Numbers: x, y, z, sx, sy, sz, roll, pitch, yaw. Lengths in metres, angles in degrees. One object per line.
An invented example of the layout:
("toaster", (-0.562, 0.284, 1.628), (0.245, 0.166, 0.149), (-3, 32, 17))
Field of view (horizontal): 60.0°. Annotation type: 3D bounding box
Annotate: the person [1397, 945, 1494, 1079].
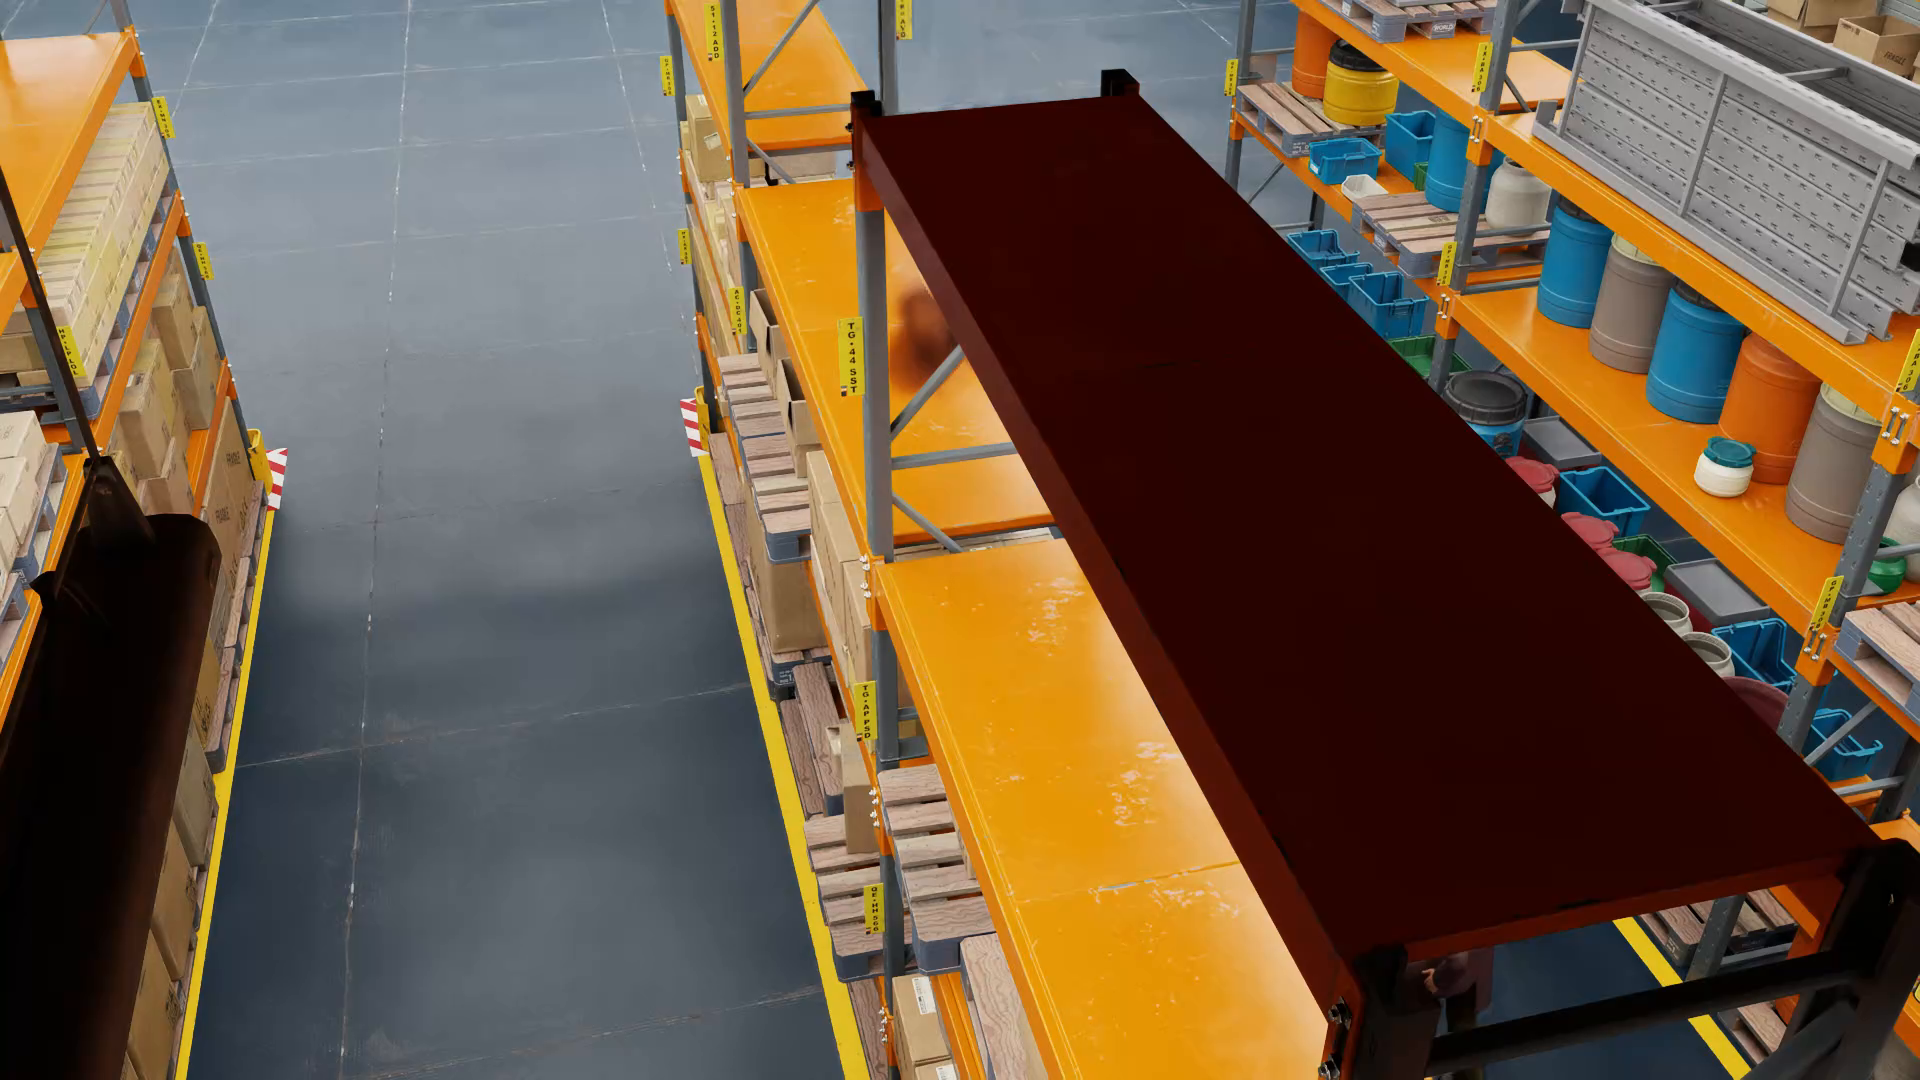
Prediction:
("person", (2.718, 2.346, 9.119), (0.689, 1.827, 0.832), (-15, 37, -20))
